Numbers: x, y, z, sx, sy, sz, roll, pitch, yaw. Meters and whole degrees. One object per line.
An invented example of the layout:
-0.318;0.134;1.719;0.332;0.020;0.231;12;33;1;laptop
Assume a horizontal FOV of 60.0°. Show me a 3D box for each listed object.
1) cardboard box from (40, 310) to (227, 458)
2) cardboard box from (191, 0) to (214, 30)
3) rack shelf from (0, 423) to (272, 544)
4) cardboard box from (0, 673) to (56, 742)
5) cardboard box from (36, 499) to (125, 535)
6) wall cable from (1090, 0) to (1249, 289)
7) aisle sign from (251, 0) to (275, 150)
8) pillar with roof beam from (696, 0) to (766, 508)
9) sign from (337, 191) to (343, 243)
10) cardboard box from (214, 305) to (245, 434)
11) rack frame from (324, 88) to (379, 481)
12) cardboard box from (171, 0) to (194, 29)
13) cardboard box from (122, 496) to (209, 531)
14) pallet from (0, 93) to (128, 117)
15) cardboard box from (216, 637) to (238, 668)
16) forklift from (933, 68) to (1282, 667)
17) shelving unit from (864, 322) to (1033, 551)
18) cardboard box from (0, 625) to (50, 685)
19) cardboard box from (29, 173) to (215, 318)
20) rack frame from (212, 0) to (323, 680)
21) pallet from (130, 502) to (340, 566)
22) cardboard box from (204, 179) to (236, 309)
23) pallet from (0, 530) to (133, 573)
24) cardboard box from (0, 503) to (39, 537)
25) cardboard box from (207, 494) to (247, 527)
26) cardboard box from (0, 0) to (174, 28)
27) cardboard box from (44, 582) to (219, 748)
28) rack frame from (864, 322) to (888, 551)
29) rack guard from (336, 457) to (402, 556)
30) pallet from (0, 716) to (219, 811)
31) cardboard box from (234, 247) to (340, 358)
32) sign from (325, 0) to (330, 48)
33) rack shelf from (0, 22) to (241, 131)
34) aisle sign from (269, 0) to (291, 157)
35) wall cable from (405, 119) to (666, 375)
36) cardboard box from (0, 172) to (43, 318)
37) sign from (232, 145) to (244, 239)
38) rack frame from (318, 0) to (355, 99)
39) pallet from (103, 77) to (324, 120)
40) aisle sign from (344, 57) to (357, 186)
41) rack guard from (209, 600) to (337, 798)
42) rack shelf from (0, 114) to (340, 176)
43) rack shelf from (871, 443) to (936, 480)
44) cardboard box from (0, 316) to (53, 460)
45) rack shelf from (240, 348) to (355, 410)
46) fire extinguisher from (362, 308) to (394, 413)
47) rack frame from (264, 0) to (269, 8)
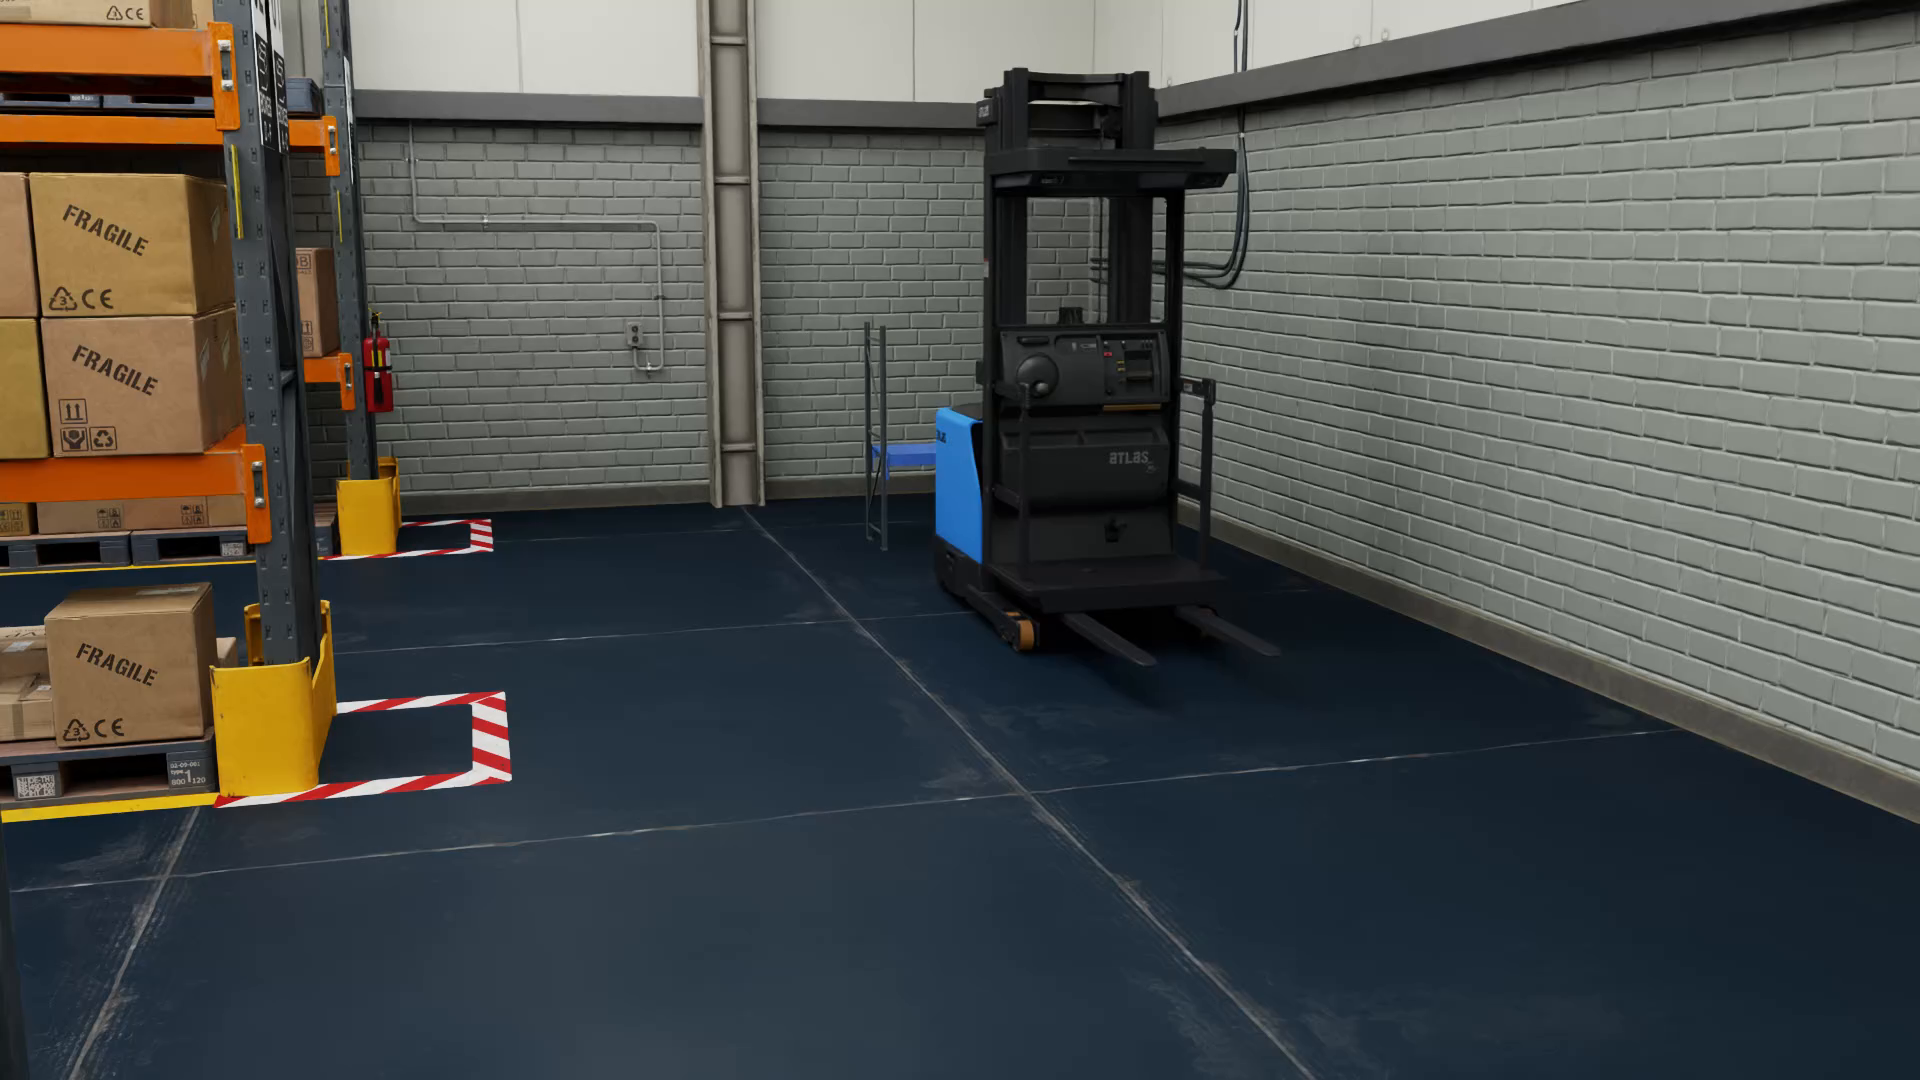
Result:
-3.069;-0.594;6.211;0.500;0.500;0.500;-3;11;-14;cardboard box
-4.729;-3.417;10.445;0.500;0.500;0.500;-3;11;-16;cardboard box
-4.635;-0.160;6.115;4.000;0.370;1.077;-3;11;-16;rack shelf
-3.582;0.638;6.408;0.250;0.166;0.380;-3;11;-16;cardboard box
-5.710;-0.349;10.902;0.500;0.500;0.700;-3;11;-18;cardboard box
1.428;-3.123;12.232;0.112;2.526;3.097;-3;11;-16;wall cable
-2.564;-1.843;6.094;0.004;0.787;0.394;-3;11;-16;aisle sign
-0.549;-3.965;8.227;0.400;9.000;9.100;-3;11;-16;pillar with roof beam
-3.965;-2.066;10.634;0.005;0.325;0.100;-3;11;-16;sign
-3.214;-0.687;6.718;0.500;0.500;0.500;-3;11;-15;cardboard box
-4.103;-1.476;11.277;0.127;3.000;1.000;-3;11;-16;rack frame
-3.279;-2.034;6.441;0.500;0.250;0.500;-3;11;-16;cardboard box
-5.227;-0.375;11.041;0.500;0.500;0.700;-3;11;-16;cardboard box
-5.986;-2.805;10.460;1.213;0.211;1.003;-3;11;-16;pallet
-3.213;0.533;7.028;0.250;0.149;0.380;-3;11;-16;cardboard box
0.726;-0.951;8.615;1.130;2.935;3.031;-3;11;-15;forklift
-0.082;-0.733;11.387;1.048;1.500;0.538;-3;11;-16;shelving unit
-3.796;0.525;6.790;0.500;0.250;0.500;-3;11;-16;cardboard box
-3.065;-1.085;6.119;0.500;0.500;0.500;-3;11;-16;cardboard box
-2.715;-0.615;6.600;0.127;3.000;1.000;-3;11;-16;rack frame
-4.849;-0.050;11.236;1.213;0.211;1.003;-3;11;-16;pallet
-3.214;-1.179;6.628;0.500;0.500;0.500;-3;11;-14;cardboard box
-6.018;0.011;10.904;1.213;0.211;1.003;-3;11;-16;pallet
-6.220;-0.321;10.748;0.500;0.500;0.700;-3;11;-15;cardboard box
-4.747;-0.400;11.178;0.500;0.500;0.700;-3;11;-16;cardboard box
-3.134;-1.944;5.952;0.500;0.250;0.500;-3;11;-16;cardboard box
-3.168;0.469;6.405;0.500;0.500;0.500;-3;11;-16;cardboard box
-0.570;-0.708;11.248;0.032;1.500;0.500;-3;11;-16;rack frame
-4.080;-0.247;11.510;0.348;0.500;1.175;-3;11;-16;rack guard
-3.553;0.801;6.612;1.213;0.211;1.003;-3;11;-16;pallet
-4.590;-1.596;11.100;0.700;0.700;0.980;-3;11;-13;cardboard box
-3.965;-3.252;10.416;0.005;0.325;0.100;-3;11;-16;sign
-4.635;-1.635;5.844;4.000;0.370;1.077;-3;11;-16;rack shelf
-2.731;-1.948;6.661;0.004;0.787;0.394;-3;11;-16;aisle sign
-3.138;-2.204;12.430;1.851;1.984;0.084;-3;11;-16;wall cable
-3.550;-1.059;5.979;0.500;0.500;0.500;-3;11;-14;cardboard box
-2.579;-1.242;5.937;0.005;0.325;0.100;-3;11;-16;sign
-4.103;-4.426;10.734;0.127;3.000;1.000;-3;11;-16;rack frame
-4.812;-2.868;10.799;1.213;0.211;1.003;-3;11;-16;pallet
-3.950;-2.706;10.778;0.004;0.787;0.394;-3;11;-16;aisle sign
-2.788;0.619;6.806;0.348;0.500;1.175;-3;11;-16;rack guard
-6.023;-2.496;10.521;4.000;0.370;1.077;-3;11;-16;rack shelf
-0.082;-0.556;11.420;1.000;0.185;0.538;-3;11;-16;rack shelf
-3.566;-0.567;6.065;0.500;0.500;0.500;-3;11;-15;cardboard box
-6.023;-1.021;10.792;4.000;0.370;1.077;-3;11;-16;rack shelf
-3.829;-1.182;10.923;0.183;0.674;0.296;-3;11;-16;fire extinguisher
-2.715;-3.565;6.057;0.127;3.000;1.000;-3;11;-16;rack frame
